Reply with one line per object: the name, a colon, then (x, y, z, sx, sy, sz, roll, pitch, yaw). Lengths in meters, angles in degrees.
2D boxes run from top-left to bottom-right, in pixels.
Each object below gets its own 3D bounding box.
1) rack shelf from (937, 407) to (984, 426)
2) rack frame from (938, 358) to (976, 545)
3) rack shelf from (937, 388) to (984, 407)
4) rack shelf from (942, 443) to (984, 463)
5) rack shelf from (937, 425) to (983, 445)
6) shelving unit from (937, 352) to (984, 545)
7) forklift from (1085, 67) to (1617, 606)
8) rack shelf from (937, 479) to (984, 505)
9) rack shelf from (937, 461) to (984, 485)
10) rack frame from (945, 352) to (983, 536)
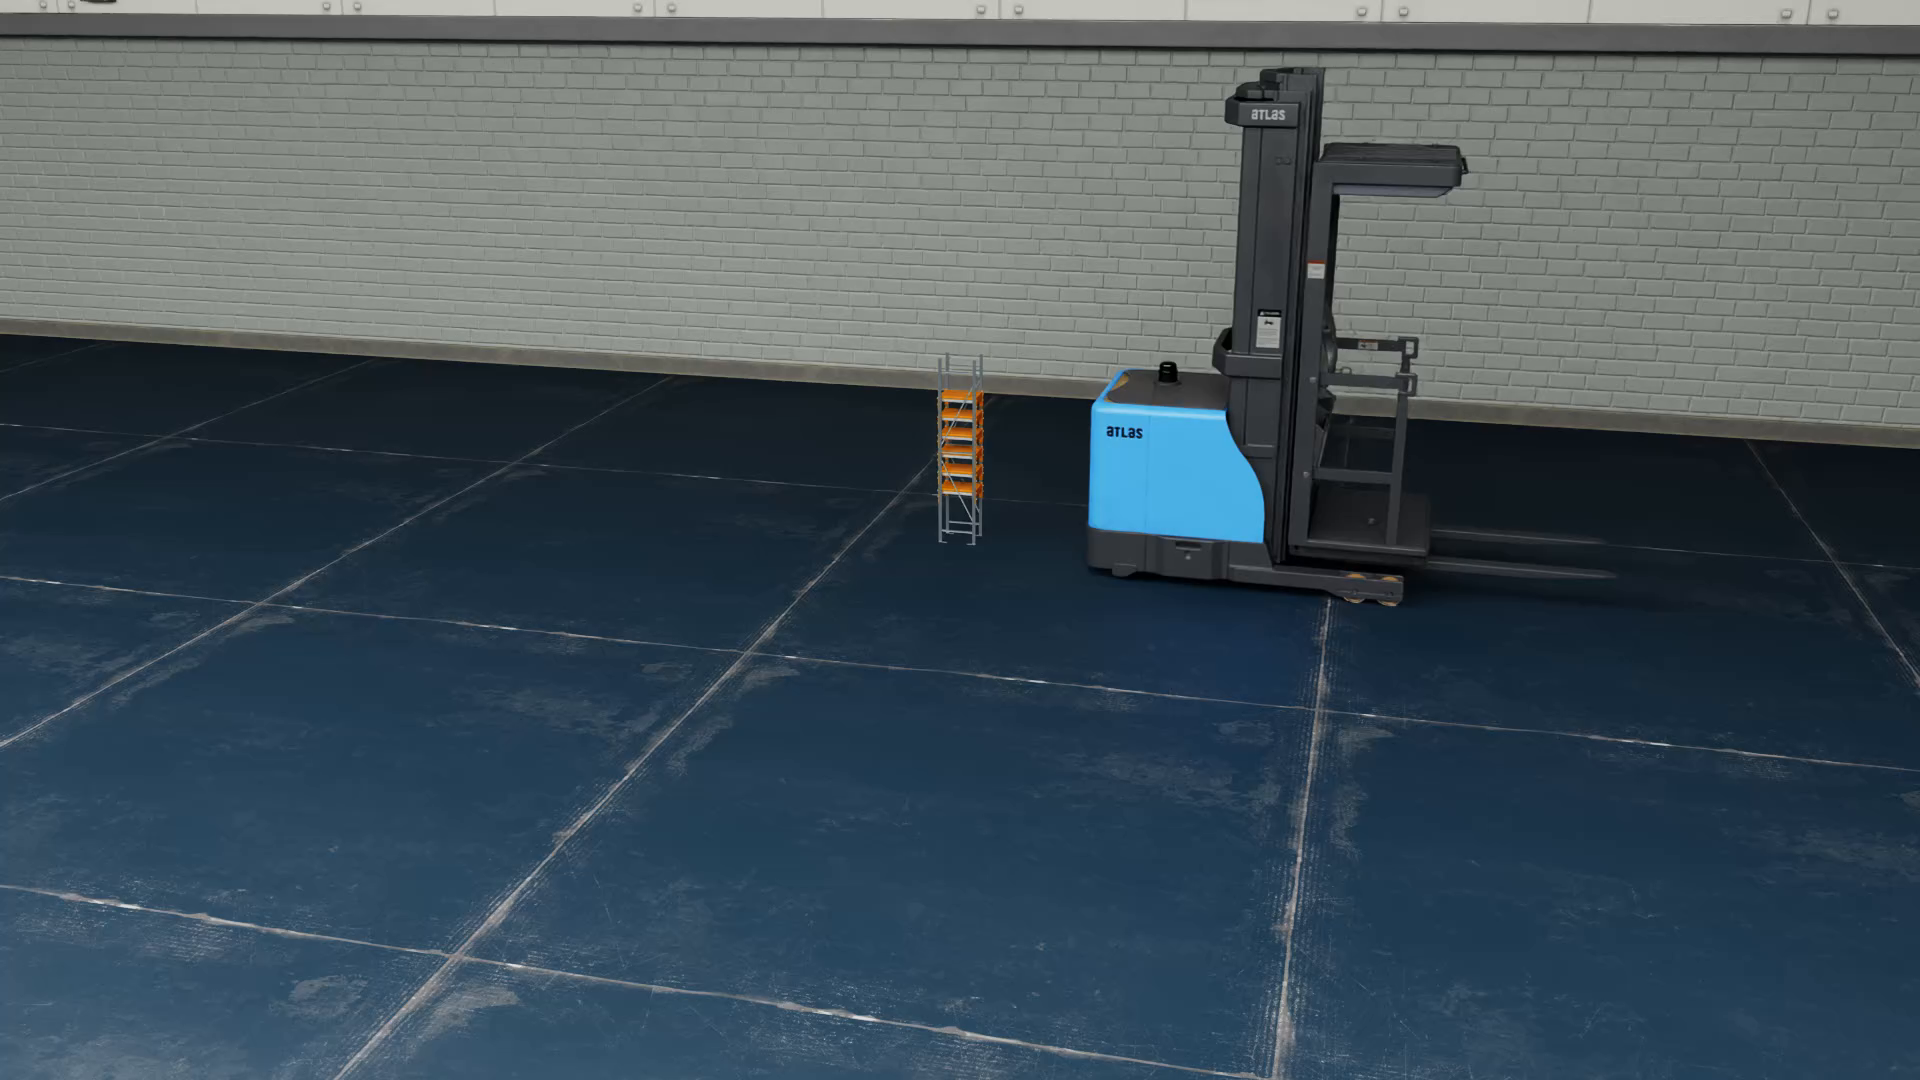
rack shelf: (0.004, -0.757, 10.444, 0.258, 0.103, 0.180, 5, 19, 13)
rack frame: (-0.019, -0.544, 10.423, 0.240, 1.200, 0.006, 5, 19, 13)
rack shelf: (0.004, -0.871, 10.405, 0.258, 0.103, 0.180, 5, 19, 13)
rack shelf: (0.004, -0.530, 10.521, 0.258, 0.103, 0.180, 5, 19, 13)
rack shelf: (0.004, -0.644, 10.482, 0.258, 0.103, 0.180, 5, 19, 13)
shelving unit: (0.004, -0.572, 10.507, 0.258, 1.200, 0.189, 5, 19, 13)
forklift: (2.332, -1.197, 9.656, 3.031, 2.935, 1.130, 5, 19, 14)
rack shelf: (0.004, -0.303, 10.599, 0.258, 0.103, 0.180, 5, 19, 13)
rack shelf: (0.004, -0.417, 10.560, 0.258, 0.103, 0.180, 5, 19, 13)
rack frame: (0.026, -0.601, 10.591, 0.240, 1.200, 0.006, 5, 19, 13)
